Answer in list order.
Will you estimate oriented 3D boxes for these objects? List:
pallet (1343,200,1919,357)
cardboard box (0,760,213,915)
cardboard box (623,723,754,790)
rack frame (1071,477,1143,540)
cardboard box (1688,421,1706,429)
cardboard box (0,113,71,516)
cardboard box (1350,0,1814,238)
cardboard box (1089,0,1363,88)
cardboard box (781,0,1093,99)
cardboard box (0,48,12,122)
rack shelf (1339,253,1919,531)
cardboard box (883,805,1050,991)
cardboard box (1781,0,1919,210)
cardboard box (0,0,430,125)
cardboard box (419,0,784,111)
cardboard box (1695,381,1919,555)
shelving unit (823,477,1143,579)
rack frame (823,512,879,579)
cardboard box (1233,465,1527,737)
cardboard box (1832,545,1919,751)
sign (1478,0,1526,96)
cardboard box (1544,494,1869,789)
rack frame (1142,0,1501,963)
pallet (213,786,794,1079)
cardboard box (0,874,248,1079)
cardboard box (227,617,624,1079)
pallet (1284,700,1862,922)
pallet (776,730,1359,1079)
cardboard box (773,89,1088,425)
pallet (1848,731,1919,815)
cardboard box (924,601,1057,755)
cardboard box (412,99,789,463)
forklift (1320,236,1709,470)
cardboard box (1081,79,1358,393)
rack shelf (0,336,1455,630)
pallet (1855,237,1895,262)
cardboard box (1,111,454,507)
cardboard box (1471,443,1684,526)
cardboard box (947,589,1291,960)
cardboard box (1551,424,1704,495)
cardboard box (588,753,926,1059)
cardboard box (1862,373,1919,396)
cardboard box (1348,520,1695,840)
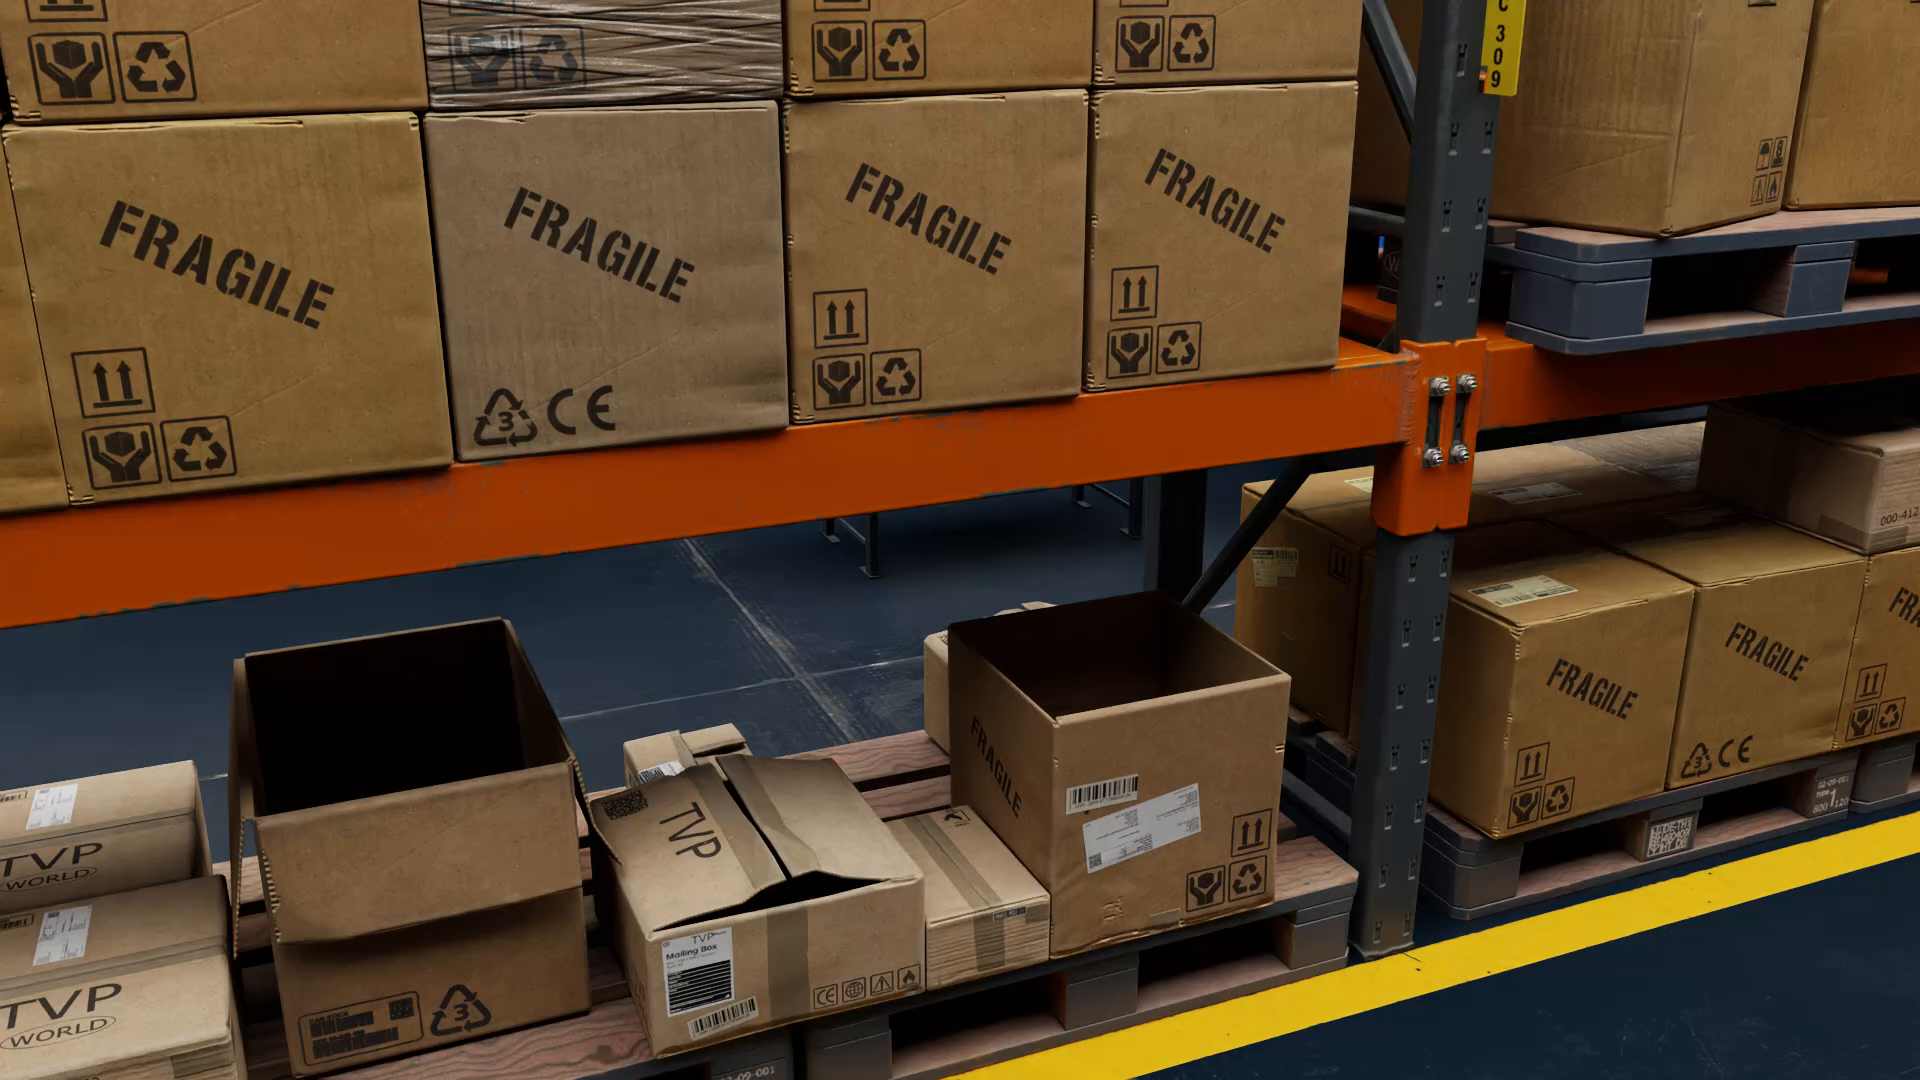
[{"bbox_3d":[1.488,-0.668,3.691,1.213,0.211,1.003,-8,21,-22],"label":"pallet"},{"bbox_3d":[-1.676,0.667,3.089,0.500,0.250,0.500,-8,21,-22],"label":"cardboard box"},{"bbox_3d":[-0.550,0.549,3.551,0.250,0.166,0.380,-8,21,-22],"label":"cardboard box"},{"bbox_3d":[0.545,-0.786,5.995,0.032,1.500,0.500,-8,21,-22],"label":"rack frame"},{"bbox_3d":[2.435,-0.063,4.786,0.500,0.500,0.500,-9,21,-24],"label":"cardboard box"},{"bbox_3d":[-1.516,-0.320,2.264,0.500,0.500,0.500,-8,21,-22],"label":"cardboard box"},{"bbox_3d":[1.235,-0.926,3.352,0.500,0.500,0.700,-17,26,-40],"label":"cardboard box"},{"bbox_3d":[0.349,-1.060,2.859,0.500,0.500,0.500,-8,21,-22],"label":"cardboard box"},{"bbox_3d":[-0.120,-0.991,2.665,0.500,0.500,0.500,-9,21,-23],"label":"cardboard box"},{"bbox_3d":[-1.512,-0.792,2.100,0.500,0.500,0.500,-8,21,-21],"label":"cardboard box"},{"bbox_3d":[2.547,-0.610,4.322,4.000,0.370,1.077,-8,21,-22],"label":"rack shelf"},{"bbox_3d":[-0.020,0.680,3.205,0.250,0.149,0.380,-8,21,-22],"label":"cardboard box"},{"bbox_3d":[1.841,-1.035,3.664,0.500,0.500,0.700,-5,20,-13],"label":"cardboard box"},{"bbox_3d":[-1.045,-0.859,2.290,0.500,0.500,0.500,-8,21,-22],"label":"cardboard box"},{"bbox_3d":[-0.583,-0.925,2.477,0.500,0.500,0.500,-8,21,-21],"label":"cardboard box"},{"bbox_3d":[2.170,-0.189,4.016,0.500,0.250,0.500,-8,21,-22],"label":"cardboard box"},{"bbox_3d":[0.078,-0.719,5.805,1.048,1.500,0.538,-8,21,-22],"label":"shelving unit"},{"bbox_3d":[-0.388,-0.652,5.615,0.032,1.500,0.500,-8,21,-22],"label":"rack frame"},{"bbox_3d":[1.051,0.133,4.229,0.500,0.500,0.500,-8,21,-22],"label":"cardboard box"},{"bbox_3d":[2.199,0.159,4.156,0.500,0.500,0.500,-8,21,-21],"label":"cardboard box"},{"bbox_3d":[0.933,-0.930,2.844,0.005,0.325,0.100,-8,21,-22],"label":"sign"},{"bbox_3d":[1.737,0.222,3.975,0.500,0.500,0.500,-8,21,-21],"label":"cardboard box"},{"bbox_3d":[0.711,-0.686,3.455,0.127,3.000,1.000,-8,21,-22],"label":"rack frame"},{"bbox_3d":[-1.042,0.881,3.203,1.213,0.211,1.003,-8,21,-22],"label":"pallet"},{"bbox_3d":[-1.432,0.813,2.675,0.500,0.250,0.500,-8,21,-22],"label":"cardboard box"},{"bbox_3d":[-1.012,0.532,3.090,0.637,0.503,0.797,-8,21,-22],"label":"cardboard box"},{"bbox_3d":[1.443,0.510,4.255,1.213,0.211,1.003,-8,21,-22],"label":"pallet"},{"bbox_3d":[0.080,0.719,3.662,1.213,0.211,1.003,-8,21,-22],"label":"pallet"},{"bbox_3d":[-0.119,-0.521,2.835,0.500,0.500,0.500,-8,21,-20],"label":"cardboard box"},{"bbox_3d":[2.565,0.349,4.714,1.213,0.211,1.003,-8,21,-22],"label":"pallet"},{"bbox_3d":[0.240,0.364,3.859,0.500,0.311,0.500,-8,21,-22],"label":"cardboard box"},{"bbox_3d":[-0.590,-0.453,2.641,0.500,0.500,0.500,-8,21,-21],"label":"cardboard box"},{"bbox_3d":[2.790,-1.858,6.885,3.031,2.935,1.130,-9,21,-25],"label":"forklift"},{"bbox_3d":[0.354,-0.589,3.029,0.500,0.500,0.500,-8,21,-21],"label":"cardboard box"},{"bbox_3d":[-1.125,-0.084,2.827,4.000,0.370,1.077,-8,21,-22],"label":"rack shelf"},{"bbox_3d":[2.600,-0.865,4.251,1.213,0.211,1.003,-8,21,-22],"label":"pallet"},{"bbox_3d":[-1.057,-0.385,2.449,0.500,0.500,0.500,-8,21,-21],"label":"cardboard box"},{"bbox_3d":[1.508,0.070,4.407,0.500,0.500,0.500,-8,21,-22],"label":"cardboard box"},{"bbox_3d":[0.300,0.447,3.338,0.500,0.500,0.500,-8,21,-22],"label":"cardboard box"},{"bbox_3d":[1.969,0.005,4.594,0.500,0.500,0.500,-8,21,-21],"label":"cardboard box"},{"bbox_3d":[-0.388,0.635,3.090,0.500,0.311,0.500,-8,21,-22],"label":"cardboard box"},{"bbox_3d":[2.630,-0.256,4.204,0.500,0.250,0.500,-9,21,-23],"label":"cardboard box"},{"bbox_3d":[1.252,0.296,3.767,0.500,0.500,0.500,-9,21,-24],"label":"cardboard box"}]
